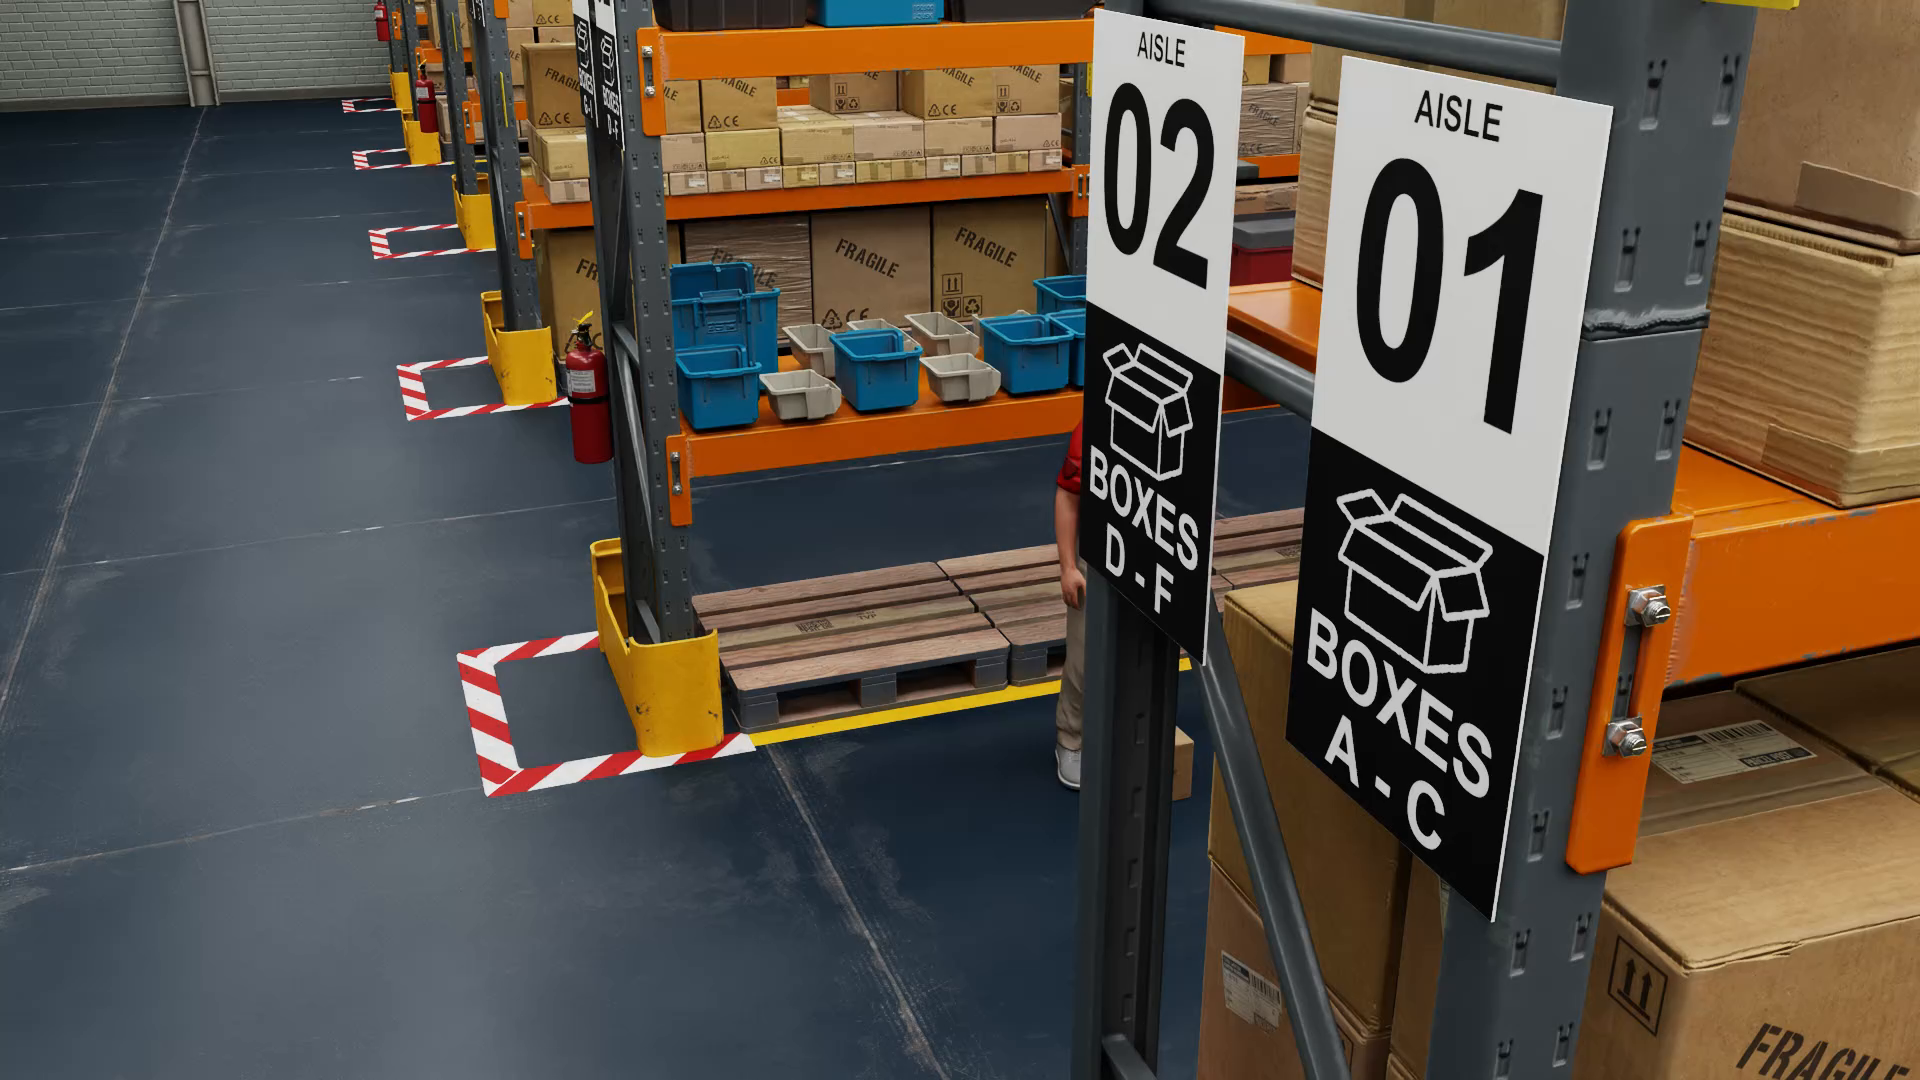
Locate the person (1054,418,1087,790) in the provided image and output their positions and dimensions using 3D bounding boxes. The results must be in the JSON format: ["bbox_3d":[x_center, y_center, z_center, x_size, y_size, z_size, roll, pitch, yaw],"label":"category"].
[{"bbox_3d":[0.634,0.086,6.403,0.601,1.726,0.393,-10,24,-22],"label":"person"}]
